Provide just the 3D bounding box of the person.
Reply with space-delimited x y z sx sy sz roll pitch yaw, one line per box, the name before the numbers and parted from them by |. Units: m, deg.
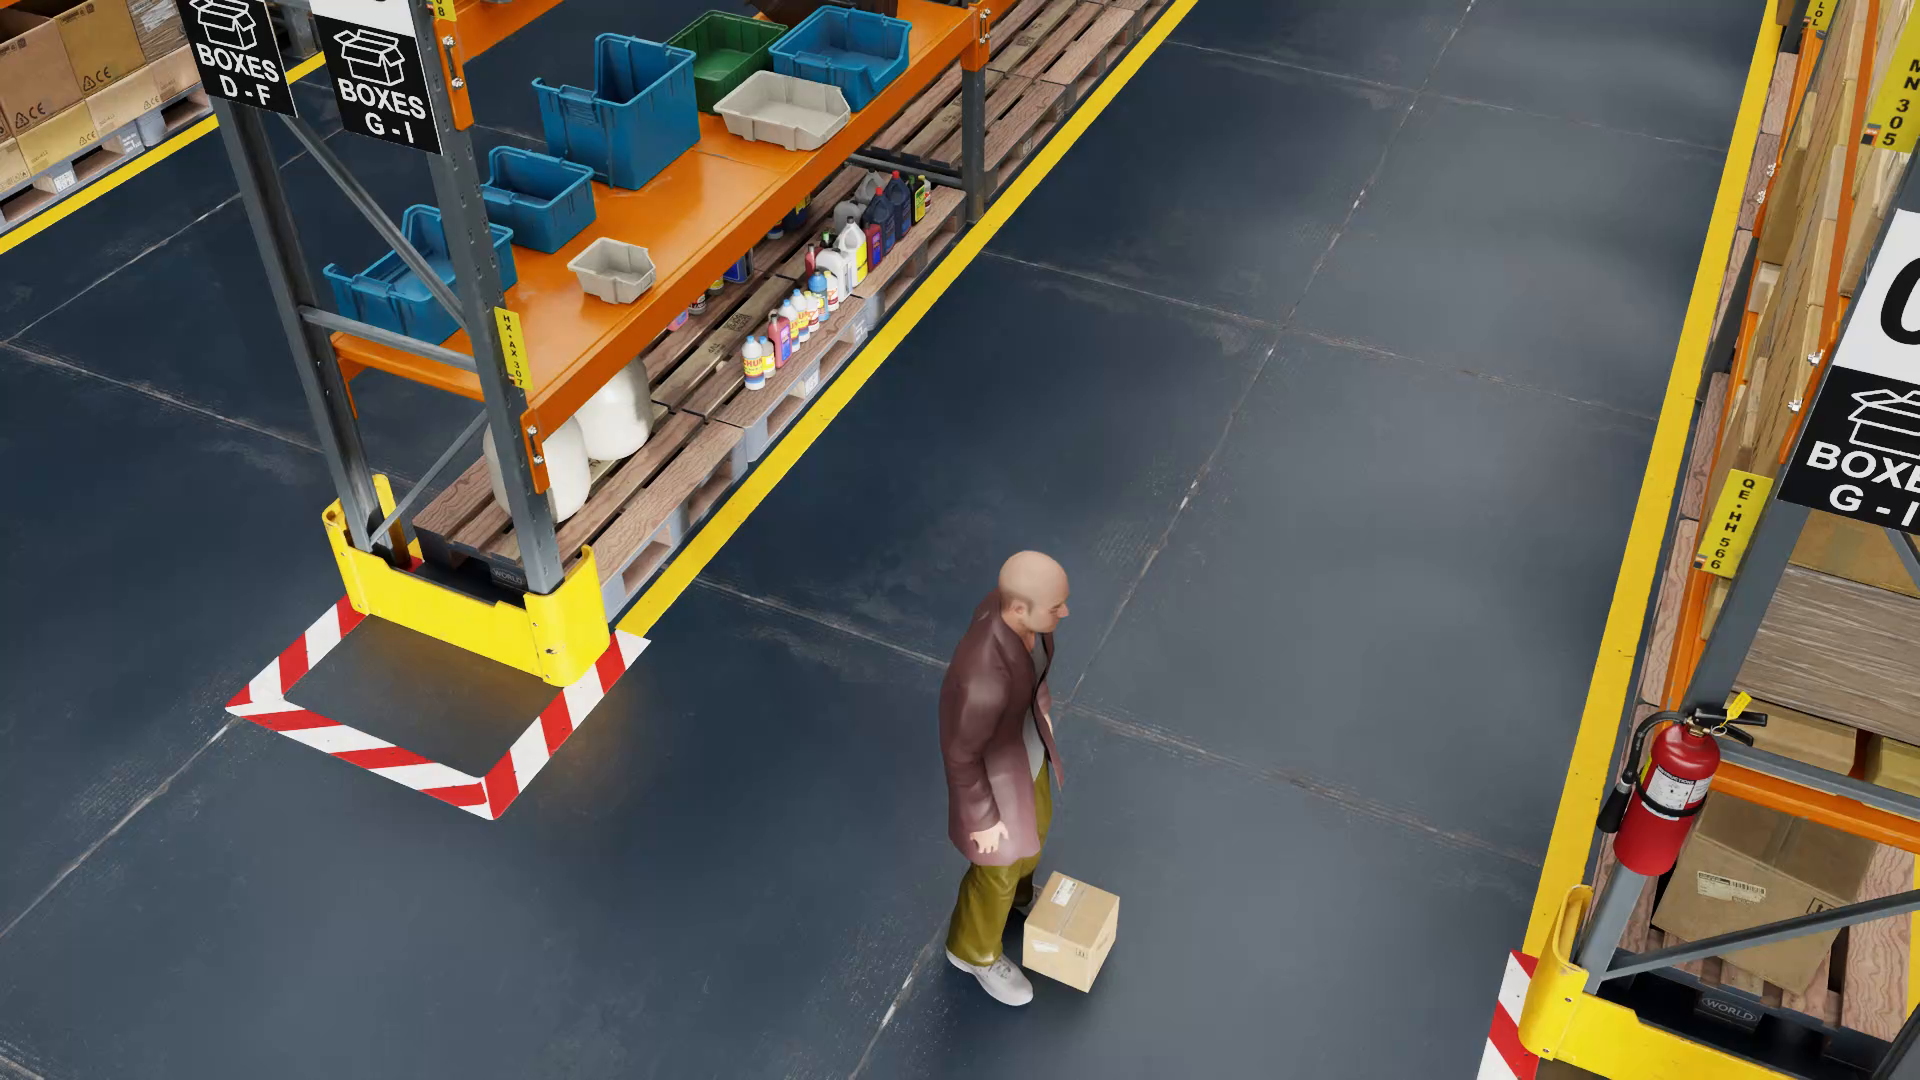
person | 0.155 0.721 5.355 0.429 1.772 0.643 15 44 16
